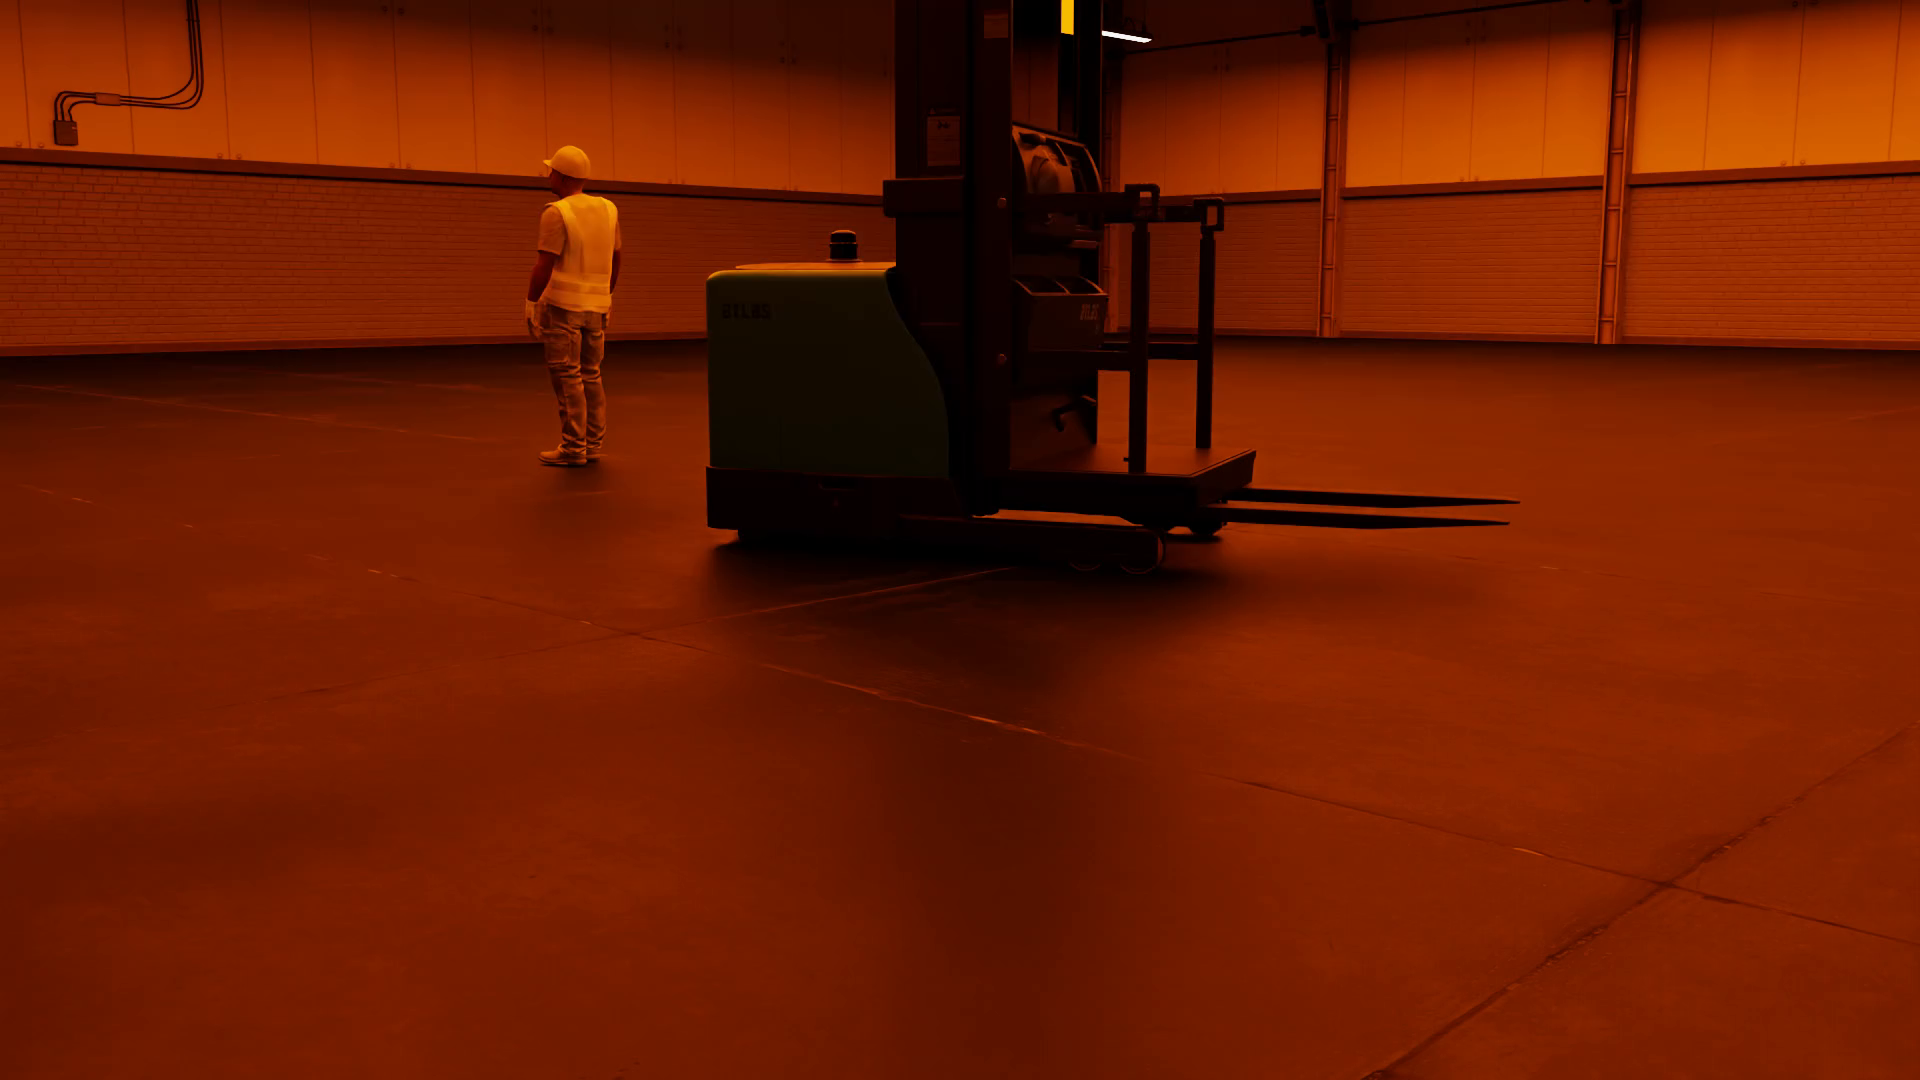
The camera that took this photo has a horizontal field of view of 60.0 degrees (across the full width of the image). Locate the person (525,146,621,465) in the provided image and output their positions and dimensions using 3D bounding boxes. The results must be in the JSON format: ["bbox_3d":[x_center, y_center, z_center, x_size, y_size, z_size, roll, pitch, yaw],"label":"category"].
[{"bbox_3d":[-2.255,-1.323,9.468,0.576,1.784,0.656,5,10,31],"label":"person"}]

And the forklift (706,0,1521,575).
[{"bbox_3d":[0.565,-1.416,6.275,3.031,2.935,1.130,3,9,22],"label":"forklift"}]
